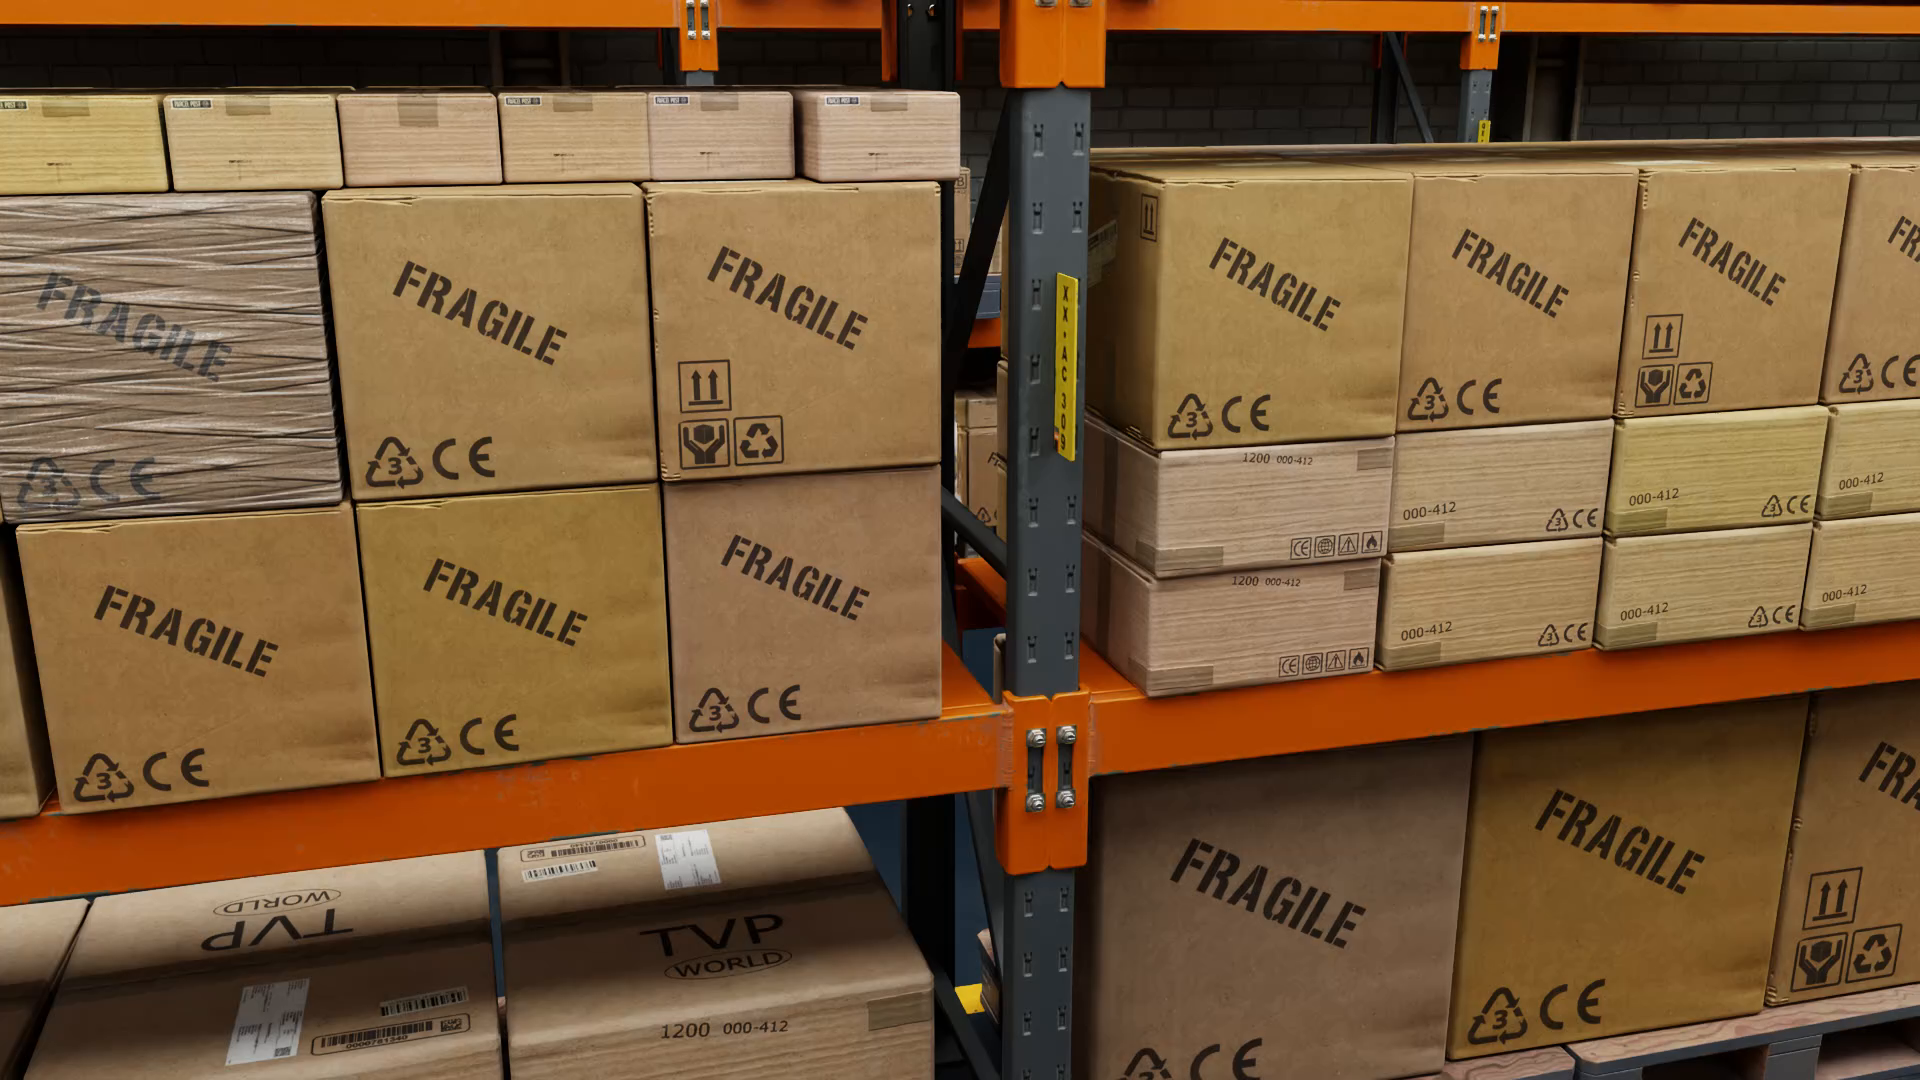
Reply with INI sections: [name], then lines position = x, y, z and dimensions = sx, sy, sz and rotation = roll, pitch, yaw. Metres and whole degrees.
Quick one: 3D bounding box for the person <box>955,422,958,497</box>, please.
[person]
position = -0.220, 0.070, 5.684
dimensions = 0.551, 1.676, 0.442
rotation = 12, 20, 35
